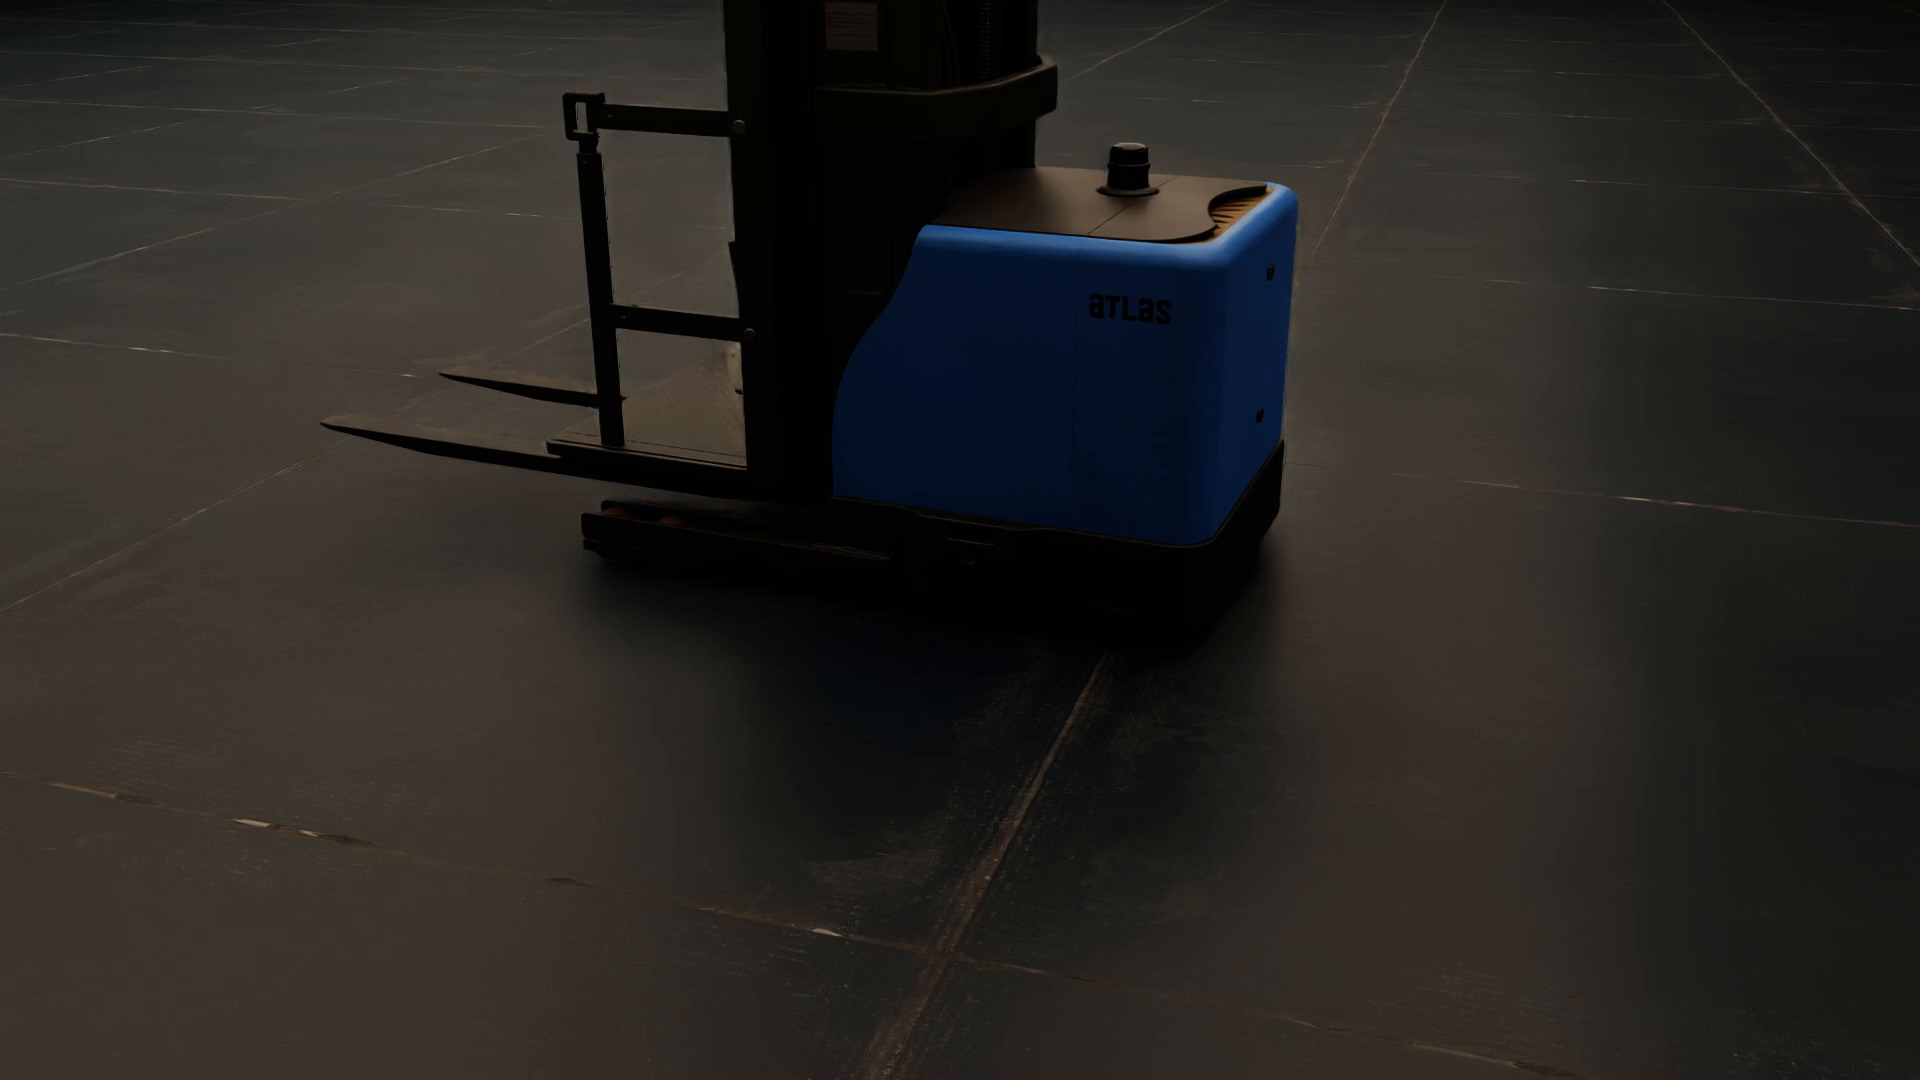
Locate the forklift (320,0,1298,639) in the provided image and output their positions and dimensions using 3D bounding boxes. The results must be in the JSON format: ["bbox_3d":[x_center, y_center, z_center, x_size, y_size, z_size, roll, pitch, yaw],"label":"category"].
[{"bbox_3d":[-0.581,-1.437,4.761,3.031,2.935,1.130,9,24,20],"label":"forklift"}]
